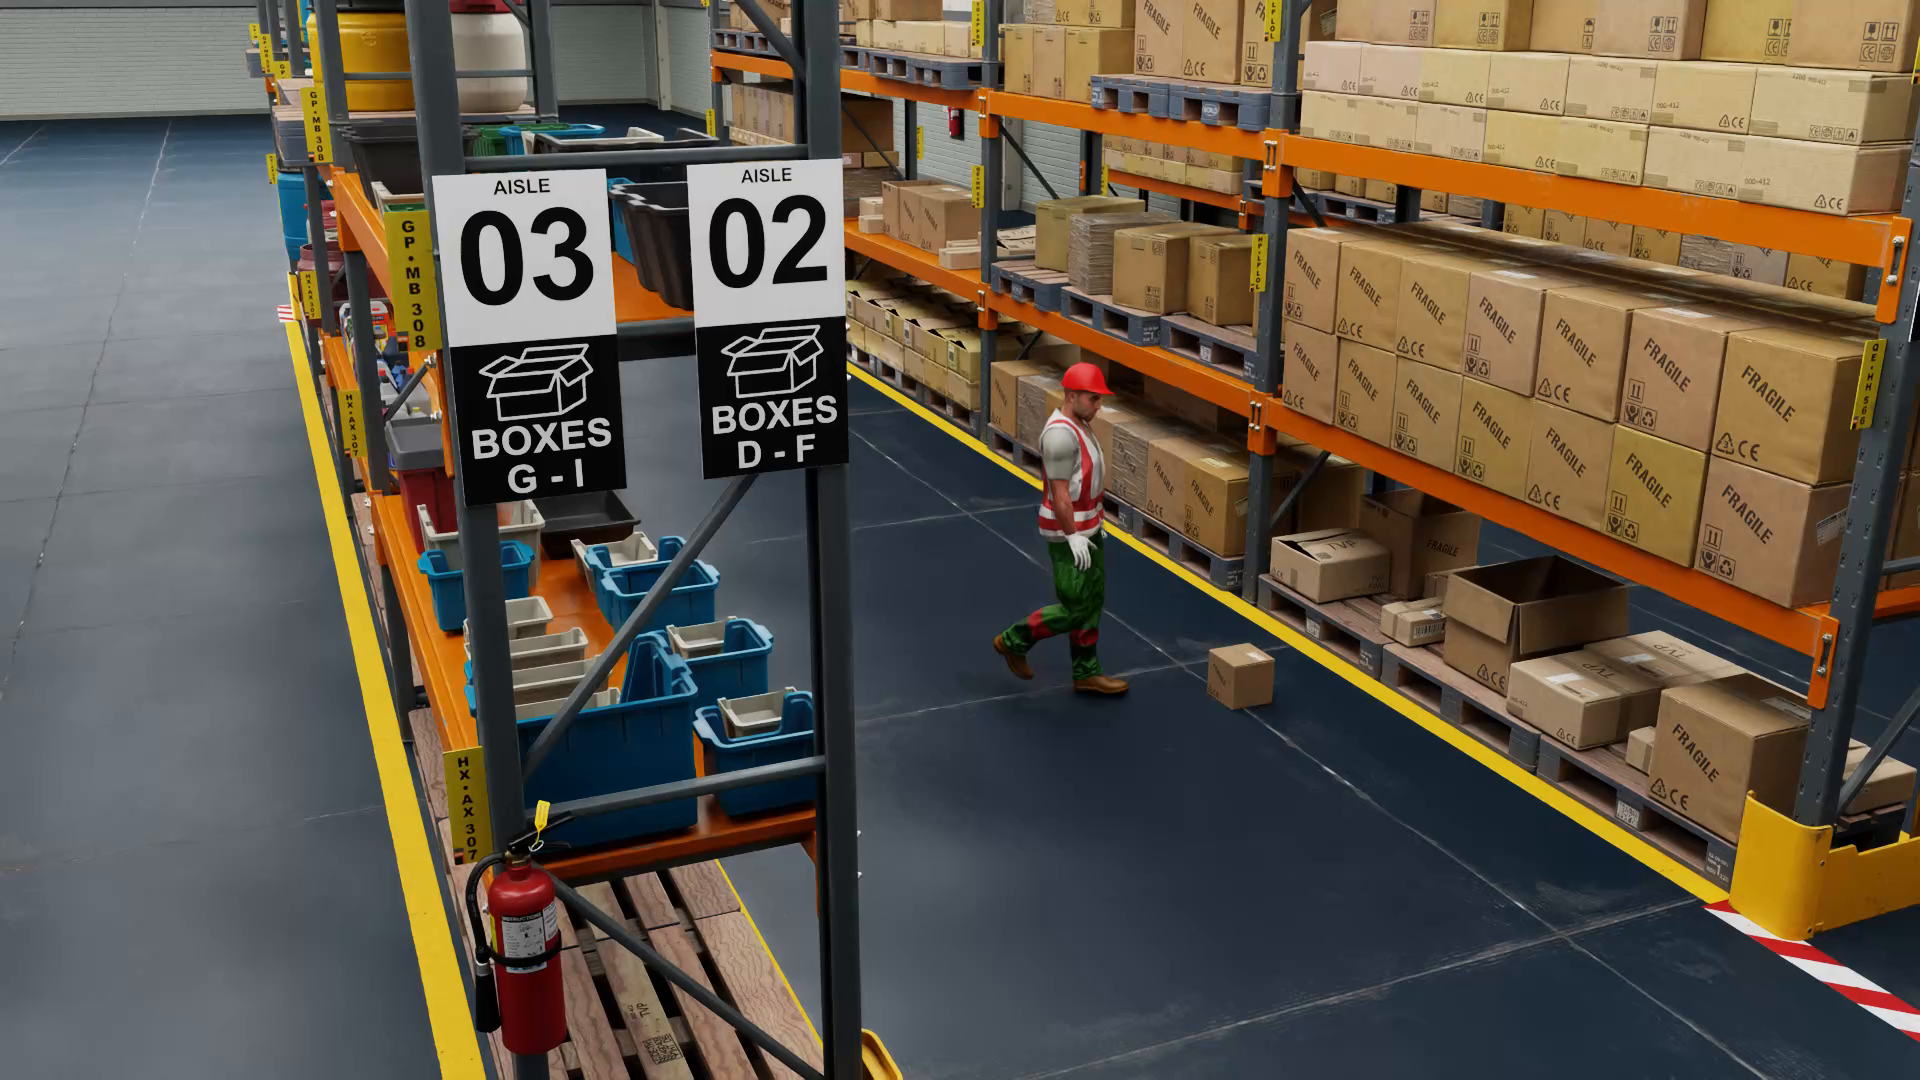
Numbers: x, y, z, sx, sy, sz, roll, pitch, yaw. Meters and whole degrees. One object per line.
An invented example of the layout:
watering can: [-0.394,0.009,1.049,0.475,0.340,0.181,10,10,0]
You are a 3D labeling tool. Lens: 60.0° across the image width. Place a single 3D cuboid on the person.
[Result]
person: [0.550,-0.043,8.623,0.699,1.778,0.570,6,20,18]
